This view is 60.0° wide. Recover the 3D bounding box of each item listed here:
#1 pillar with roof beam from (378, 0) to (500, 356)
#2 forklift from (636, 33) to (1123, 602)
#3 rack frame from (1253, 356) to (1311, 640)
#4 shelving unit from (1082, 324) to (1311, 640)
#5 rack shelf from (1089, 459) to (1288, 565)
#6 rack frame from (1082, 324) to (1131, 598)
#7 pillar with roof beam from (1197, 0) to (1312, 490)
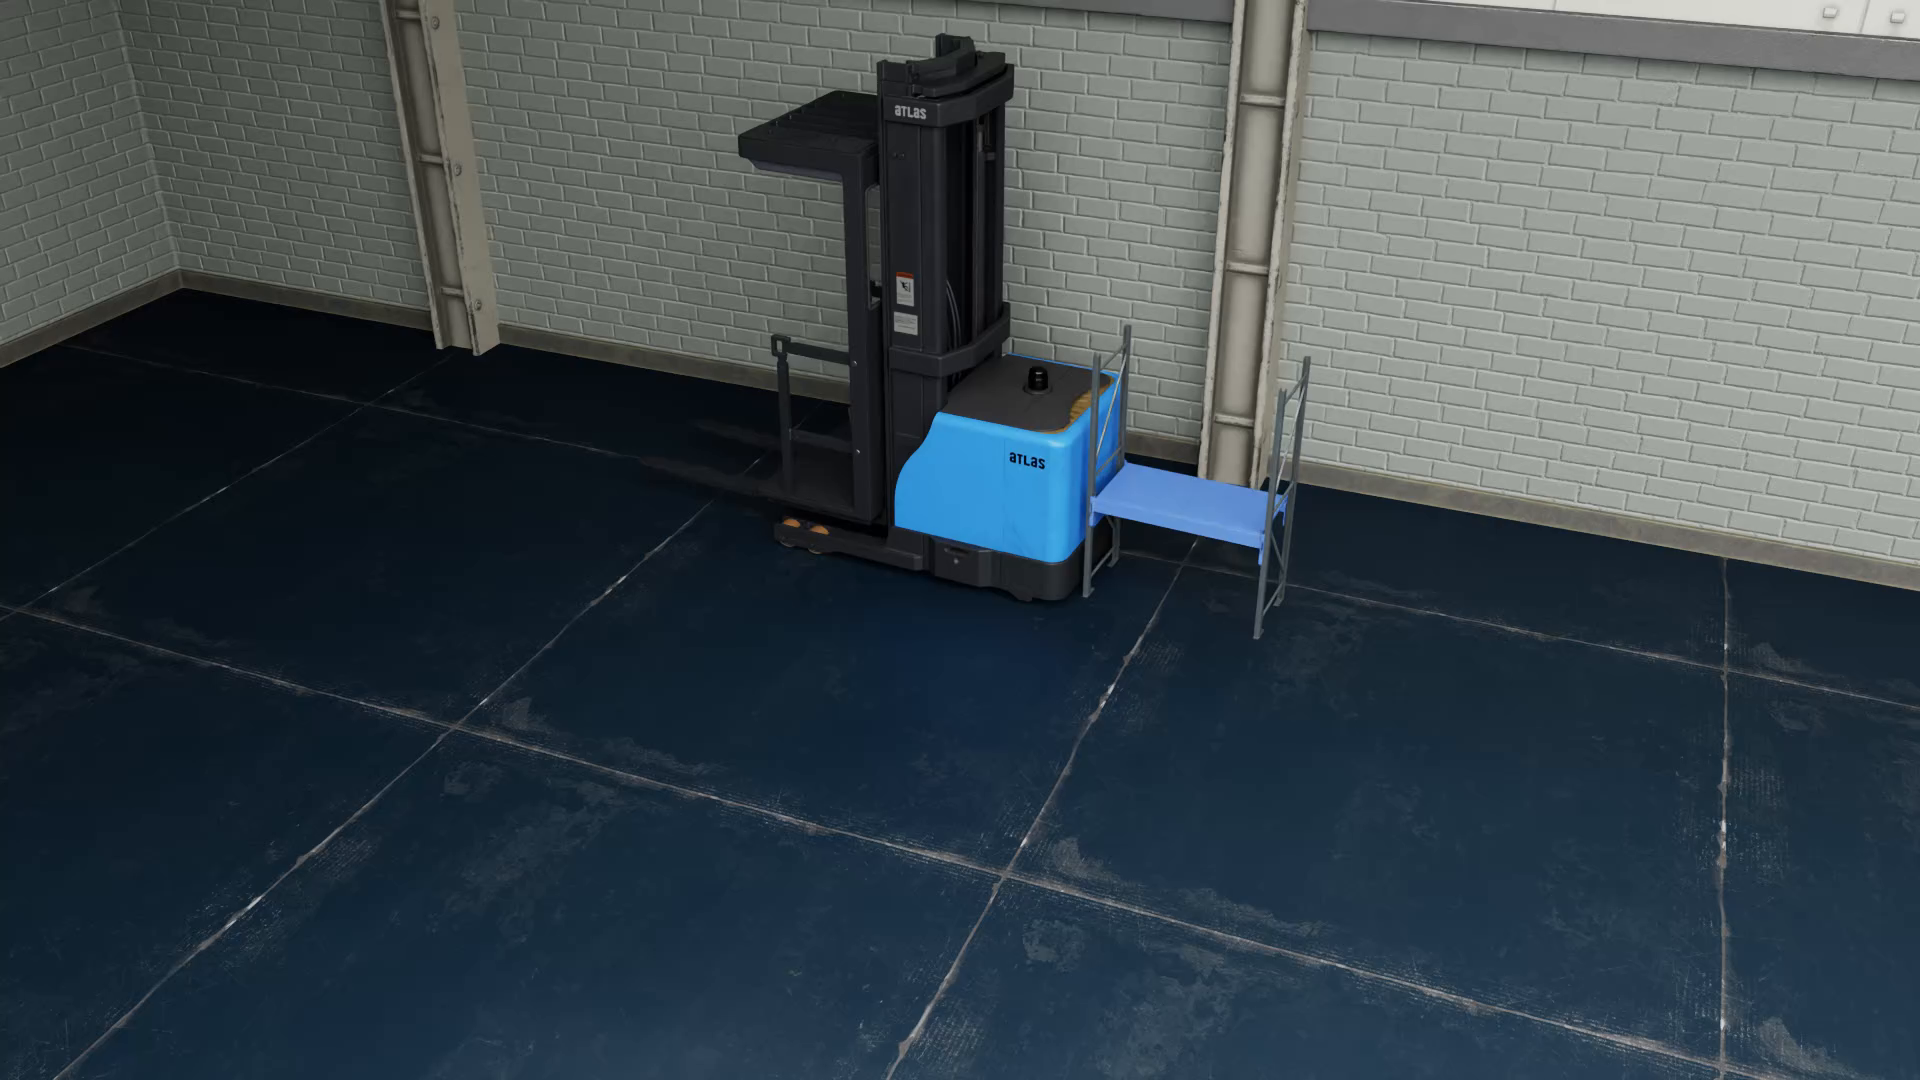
[{"bbox_3d":[-5.403,-3.461,7.139,0.400,9.000,9.100,11,31,19],"label":"pillar with roof beam"},{"bbox_3d":[-0.562,-1.411,9.679,3.031,2.935,1.130,14,32,22],"label":"forklift"},{"bbox_3d":[1.744,-0.214,9.016,0.032,1.500,0.500,13,32,22],"label":"rack frame"},{"bbox_3d":[1.286,-0.323,9.209,1.048,1.500,0.538,13,32,22],"label":"shelving unit"},{"bbox_3d":[1.286,-0.167,9.298,1.000,0.185,0.538,13,32,22],"label":"rack shelf"},{"bbox_3d":[0.829,-0.433,9.403,0.032,1.500,0.500,13,32,22],"label":"rack frame"},{"bbox_3d":[0.157,-2.351,5.175,0.400,9.000,9.100,11,31,19],"label":"pillar with roof beam"}]
